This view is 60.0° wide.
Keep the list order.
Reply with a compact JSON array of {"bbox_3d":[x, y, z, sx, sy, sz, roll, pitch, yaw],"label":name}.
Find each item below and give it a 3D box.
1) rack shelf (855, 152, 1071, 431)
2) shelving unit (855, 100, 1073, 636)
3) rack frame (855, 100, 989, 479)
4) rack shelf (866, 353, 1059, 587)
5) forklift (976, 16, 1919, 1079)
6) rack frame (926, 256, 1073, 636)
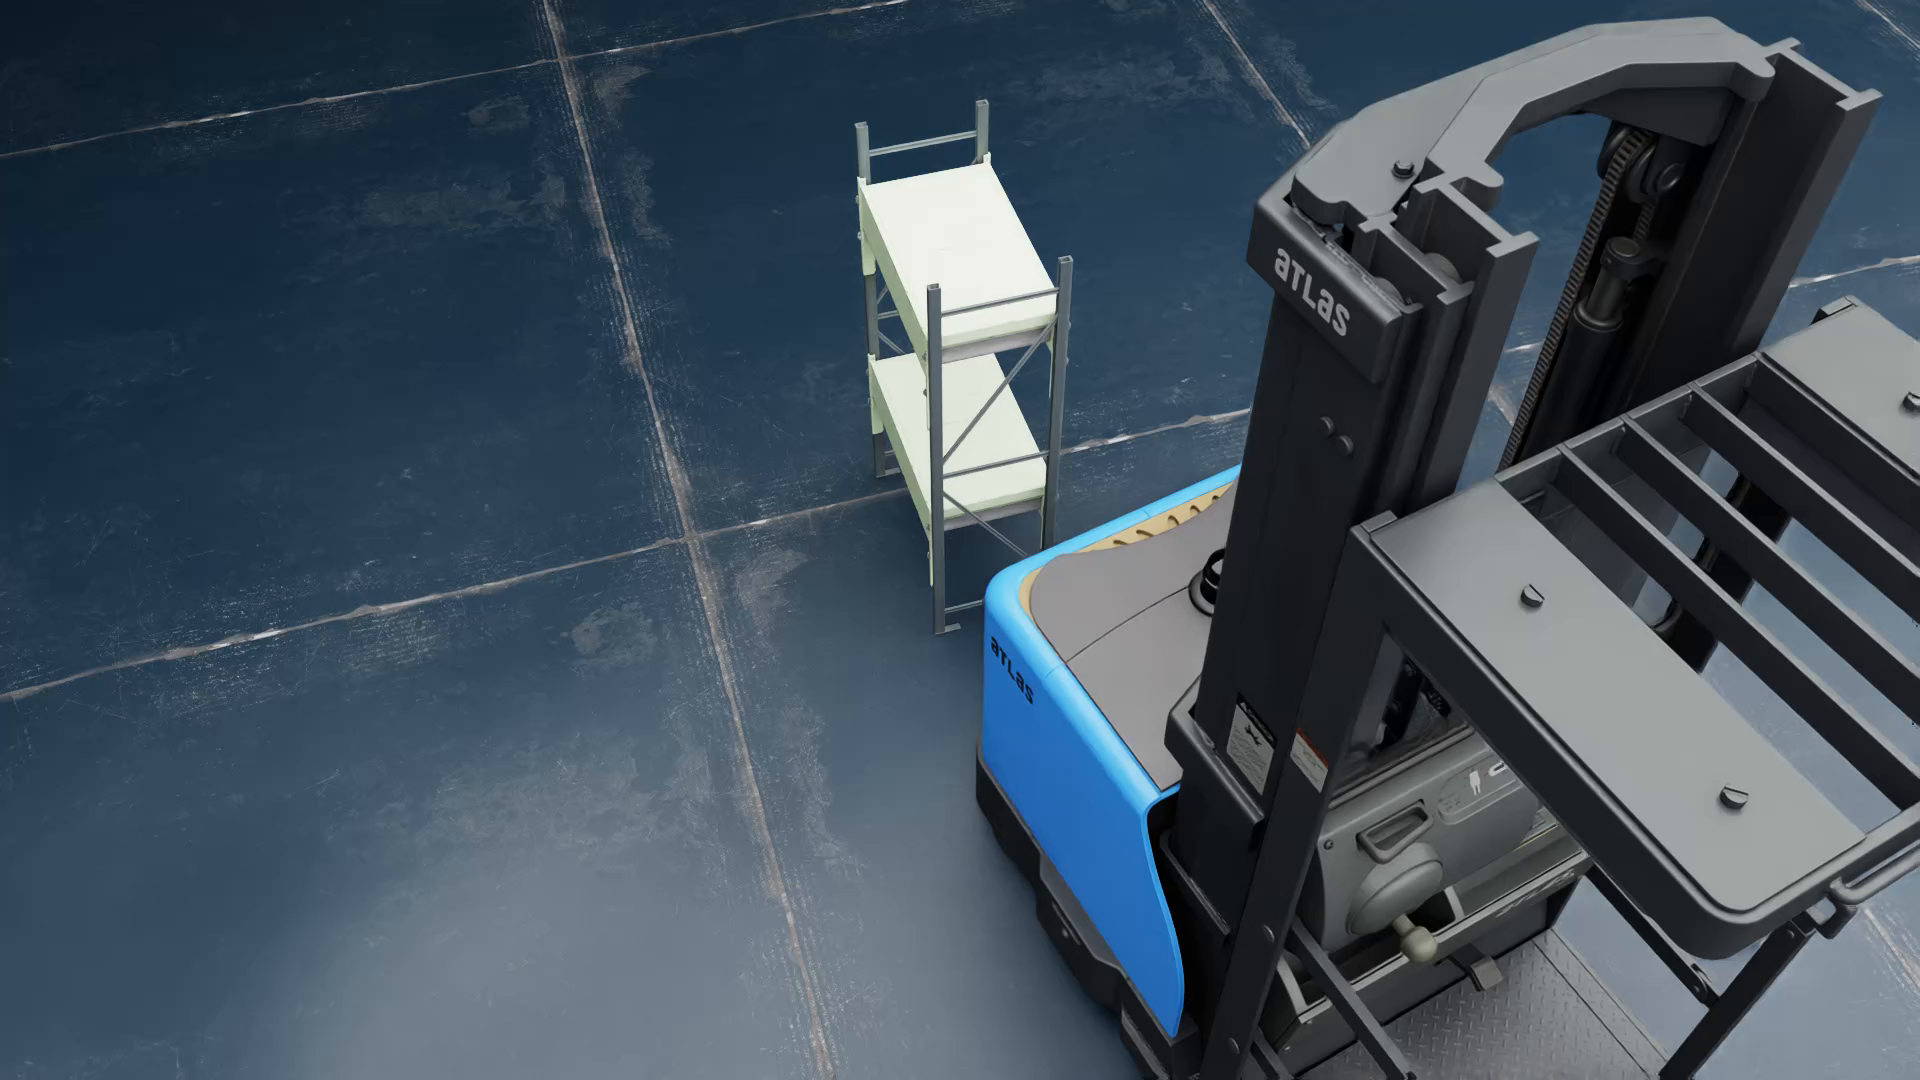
[{"bbox_3d":[-0.002,-0.740,4.882,0.431,0.370,0.720,-13,51,-11],"label":"rack shelf"},{"bbox_3d":[-0.002,-0.488,5.181,0.431,1.500,0.755,-13,51,-11],"label":"shelving unit"},{"bbox_3d":[-0.110,-0.756,5.406,0.400,1.500,0.023,-13,51,-11],"label":"rack frame"},{"bbox_3d":[-0.002,-0.278,5.430,0.431,0.370,0.720,-13,51,-11],"label":"rack shelf"},{"bbox_3d":[1.210,0.645,3.289,1.130,2.935,3.031,-23,54,-18],"label":"forklift"},{"bbox_3d":[0.106,-0.221,4.955,0.400,1.500,0.023,-13,51,-11],"label":"rack frame"}]
